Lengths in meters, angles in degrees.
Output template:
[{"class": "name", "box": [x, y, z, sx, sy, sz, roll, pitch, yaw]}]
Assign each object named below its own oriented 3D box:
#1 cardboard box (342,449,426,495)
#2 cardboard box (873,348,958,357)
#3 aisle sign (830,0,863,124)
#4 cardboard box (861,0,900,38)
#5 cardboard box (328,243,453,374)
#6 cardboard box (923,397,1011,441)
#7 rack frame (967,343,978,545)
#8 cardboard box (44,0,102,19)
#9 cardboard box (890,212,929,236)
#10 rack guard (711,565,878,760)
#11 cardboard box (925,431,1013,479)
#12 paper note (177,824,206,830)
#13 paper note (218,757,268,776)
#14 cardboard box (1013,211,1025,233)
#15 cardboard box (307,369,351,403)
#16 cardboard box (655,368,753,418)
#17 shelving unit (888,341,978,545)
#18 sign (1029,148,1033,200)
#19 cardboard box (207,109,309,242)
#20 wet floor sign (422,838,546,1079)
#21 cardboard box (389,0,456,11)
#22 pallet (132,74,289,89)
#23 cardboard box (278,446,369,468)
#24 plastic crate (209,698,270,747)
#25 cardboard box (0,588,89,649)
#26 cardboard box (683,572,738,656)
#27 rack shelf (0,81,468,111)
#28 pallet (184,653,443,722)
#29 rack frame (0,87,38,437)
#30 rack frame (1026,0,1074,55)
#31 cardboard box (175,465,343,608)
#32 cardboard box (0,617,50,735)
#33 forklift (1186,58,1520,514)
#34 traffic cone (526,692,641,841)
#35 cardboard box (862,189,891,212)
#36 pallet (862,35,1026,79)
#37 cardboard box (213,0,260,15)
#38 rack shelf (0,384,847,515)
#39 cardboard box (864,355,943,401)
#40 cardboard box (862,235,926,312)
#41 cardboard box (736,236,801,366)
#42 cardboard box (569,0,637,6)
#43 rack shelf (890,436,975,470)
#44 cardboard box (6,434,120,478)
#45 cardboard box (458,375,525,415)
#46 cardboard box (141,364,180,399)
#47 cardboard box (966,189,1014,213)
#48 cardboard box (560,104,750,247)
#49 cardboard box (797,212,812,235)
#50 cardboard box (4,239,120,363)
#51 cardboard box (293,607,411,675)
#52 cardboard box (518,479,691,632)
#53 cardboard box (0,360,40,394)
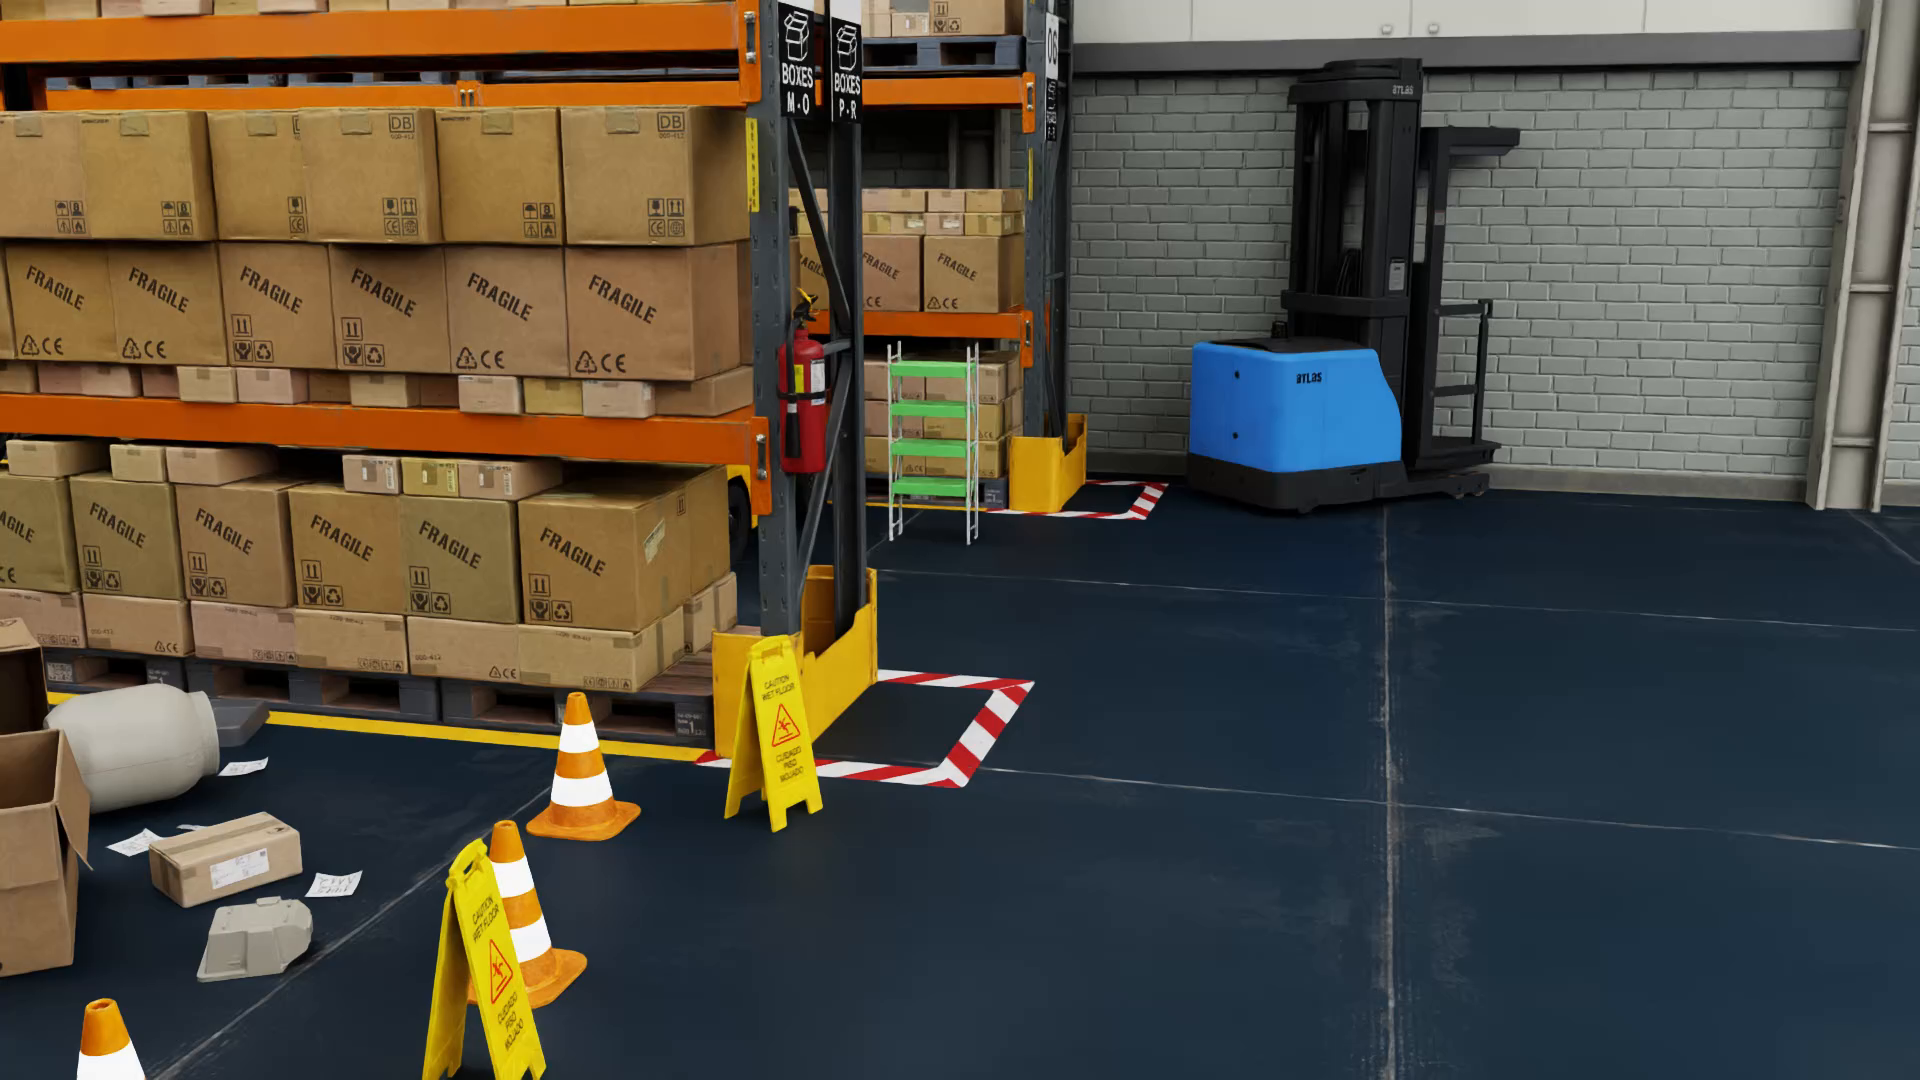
[{"class": "cardboard box", "box": [-2.298, -0.297, 6.796, 0.250, 0.149, 0.380, 4, 13, 16]}, {"class": "cardboard box", "box": [-0.308, -1.217, 11.863, 0.500, 0.250, 0.500, 3, 13, 14]}, {"class": "aisle sign", "box": [-0.452, -2.063, 6.606, 0.004, 0.787, 0.394, 3, 13, 14]}, {"class": "cardboard box", "box": [-0.524, -3.421, 10.912, 0.258, 0.266, 0.396, 3, 13, 14]}, {"class": "cardboard box", "box": [-2.149, -0.950, 6.672, 0.500, 0.500, 0.500, 3, 13, 13]}, {"class": "cardboard box", "box": [0.052, -0.842, 11.329, 0.500, 0.250, 0.500, 3, 13, 13]}, {"class": "rack frame", "box": [0.076, -0.582, 10.085, 0.015, 1.200, 0.240, 3, 13, 14]}, {"class": "cardboard box", "box": [-3.485, -2.177, 6.777, 0.250, 0.149, 0.380, 3, 13, 15]}, {"class": "cardboard box", "box": [-0.297, -2.134, 11.198, 0.250, 0.149, 0.380, 3, 13, 15]}, {"class": "rack guard", "box": [-0.660, 0.484, 6.896, 0.348, 0.500, 1.175, 3, 13, 14]}, {"class": "cardboard box", "box": [0.067, -0.597, 11.376, 0.500, 0.250, 0.500, 3, 13, 14]}, {"class": "paper note", "box": [-2.639, 0.993, 5.737, 0.123, 0.001, 0.032, 3, 13, 14]}, {"class": "paper note", "box": [-2.713, 0.857, 6.301, 0.148, 0.019, 0.142, -1, 13, -6]}, {"class": "cardboard box", "box": [0.332, -2.214, 11.558, 0.250, 0.149, 0.380, 3, 13, 12]}, {"class": "cardboard box", "box": [-2.480, -0.667, 6.896, 0.250, 0.149, 0.380, 3, 13, 14]}, {"class": "cardboard box", "box": [-1.001, -0.584, 6.520, 0.250, 0.149, 0.380, 4, 13, 15]}, {"class": "shelving unit", "box": [-0.161, -0.594, 10.142, 0.503, 1.200, 0.258, 3, 13, 14]}, {"class": "sign", "box": [0.456, -2.344, 10.651, 0.005, 0.325, 0.100, 3, 13, 14]}, {"class": "cardboard box", "box": [-2.595, -1.483, 6.765, 0.500, 0.500, 0.700, 3, 13, 13]}, {"class": "wet floor sign", "box": [-1.172, 1.049, 4.017, 0.232, 0.644, 0.267, 1, 13, 4]}, {"class": "cardboard box", "box": [-1.982, -2.091, 6.386, 0.250, 0.149, 0.380, 3, 13, 13]}, {"class": "pallet", "box": [-5.401, -3.490, 12.547, 1.213, 0.211, 1.003, 4, 13, 16]}, {"class": "cardboard box", "box": [-2.841, -0.142, 7.595, 0.500, 0.500, 0.500, 4, 13, 17]}, {"class": "plastic crate", "box": [-3.142, 0.740, 6.715, 0.583, 0.080, 0.402, -1, 13, -6]}, {"class": "cardboard box", "box": [-3.962, 0.285, 7.402, 0.500, 0.250, 0.500, 2, 13, 11]}, {"class": "cardboard box", "box": [-1.303, 0.305, 7.311, 0.500, 0.250, 0.500, 3, 13, 13]}, {"class": "rack shelf", "box": [-5.226, -3.201, 12.470, 4.000, 0.370, 1.077, 3, 13, 14]}, {"class": "pallet", "box": [-2.621, 0.512, 7.439, 1.213, 0.211, 1.003, 3, 13, 14]}, {"class": "rack frame", "box": [-7.168, -2.191, 13.185, 0.127, 3.000, 1.000, 3, 13, 14]}, {"class": "rack frame", "box": [0.599, -4.705, 10.664, 0.127, 3.000, 1.000, 3, 13, 14]}, {"class": "cardboard box", "box": [-2.936, -0.028, 7.084, 0.500, 0.500, 0.500, 4, 13, 16]}, {"class": "cardboard box", "box": [-3.756, 0.621, 6.274, 0.500, 0.500, 0.500, -9, 15, -35]}, {"class": "forklift", "box": [3.117, -1.809, 11.622, 3.031, 2.935, 1.130, -7, 14, -29]}, {"class": "traffic cone", "box": [-1.313, 0.755, 5.761, 0.334, 0.463, 0.336, 3, 13, 14]}, {"class": "cardboard box", "box": [-0.530, -2.304, 11.277, 0.250, 0.149, 0.380, 3, 13, 14]}, {"class": "pallet", "box": [-0.081, -3.239, 11.188, 1.213, 0.211, 1.003, 3, 13, 14]}, {"class": "cardboard box", "box": [-2.727, -2.133, 6.578, 0.250, 0.149, 0.380, 3, 13, 14]}, {"class": "rack shelf", "box": [-2.528, -0.485, 7.154, 4.000, 0.370, 1.077, 3, 13, 14]}, {"class": "cardboard box", "box": [-0.420, -1.110, 11.383, 0.500, 0.250, 0.500, 3, 13, 15]}, {"class": "cardboard box", "box": [-0.443, -1.824, 11.299, 0.500, 0.500, 0.500, 3, 13, 15]}, {"class": "cardboard box", "box": [-0.980, -1.009, 6.939, 0.500, 0.500, 0.500, 3, 13, 13]}, {"class": "cardboard box", "box": [-1.249, -2.039, 6.156, 0.250, 0.149, 0.380, 3, 13, 14]}, {"class": "rack shelf", "box": [-0.161, -0.532, 10.156, 0.480, 0.148, 0.258, 3, 13, 14]}, {"class": "cardboard box", "box": [-3.855, -0.379, 7.164, 0.250, 0.149, 0.380, 3, 13, 14]}, {"class": "cardboard box", "box": [-1.774, -0.598, 6.586, 0.250, 0.149, 0.380, 3, 13, 15]}, {"class": "cardboard box", "box": [-3.220, -0.696, 7.026, 0.250, 0.149, 0.380, 3, 13, 13]}, {"class": "cardboard box", "box": [0.201, -2.261, 11.084, 0.250, 0.149, 0.380, 3, 13, 14]}, {"class": "cardboard box", "box": [-1.135, -1.395, 6.369, 0.500, 0.500, 0.700, 3, 13, 12]}, {"class": "cardboard box", "box": [-1.056, -2.162, 11.325, 0.250, 0.149, 0.380, 3, 13, 14]}, {"class": "cardboard box", "box": [-3.617, -1.031, 7.038, 0.500, 0.500, 0.500, 3, 13, 13]}, {"class": "cardboard box", "box": [-2.446, 0.365, 7.040, 0.500, 0.250, 0.500, 3, 13, 12]}, {"class": "cardboard box", "box": [-1.427, 0.052, 6.719, 0.500, 0.500, 0.500, 3, 13, 14]}, {"class": "cardboard box", "box": [-3.983, -0.731, 7.183, 0.250, 0.149, 0.380, 3, 13, 15]}]
